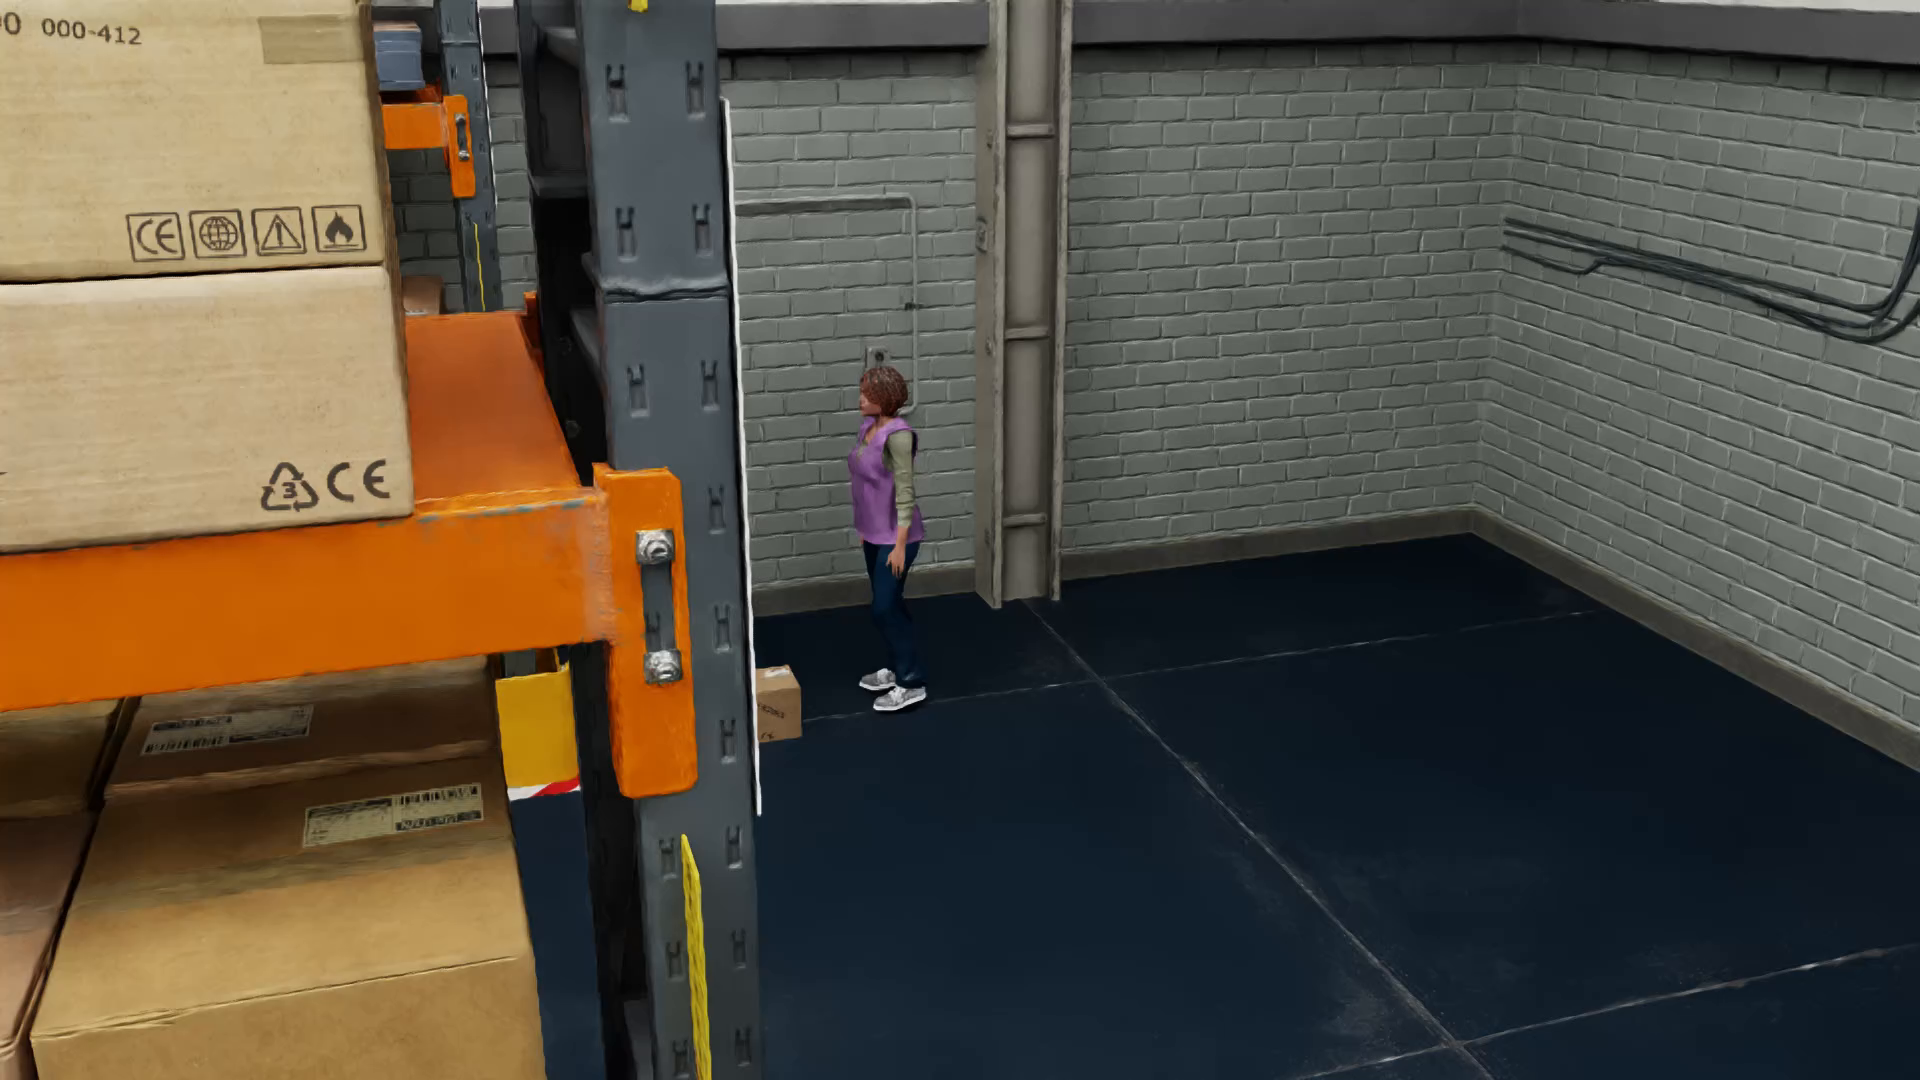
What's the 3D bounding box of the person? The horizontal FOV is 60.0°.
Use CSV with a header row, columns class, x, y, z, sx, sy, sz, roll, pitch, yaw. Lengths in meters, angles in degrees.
class,x,y,z,sx,sy,sz,roll,pitch,yaw
person,-0.312,-0.015,7.565,0.349,1.594,0.456,-9,21,-23
